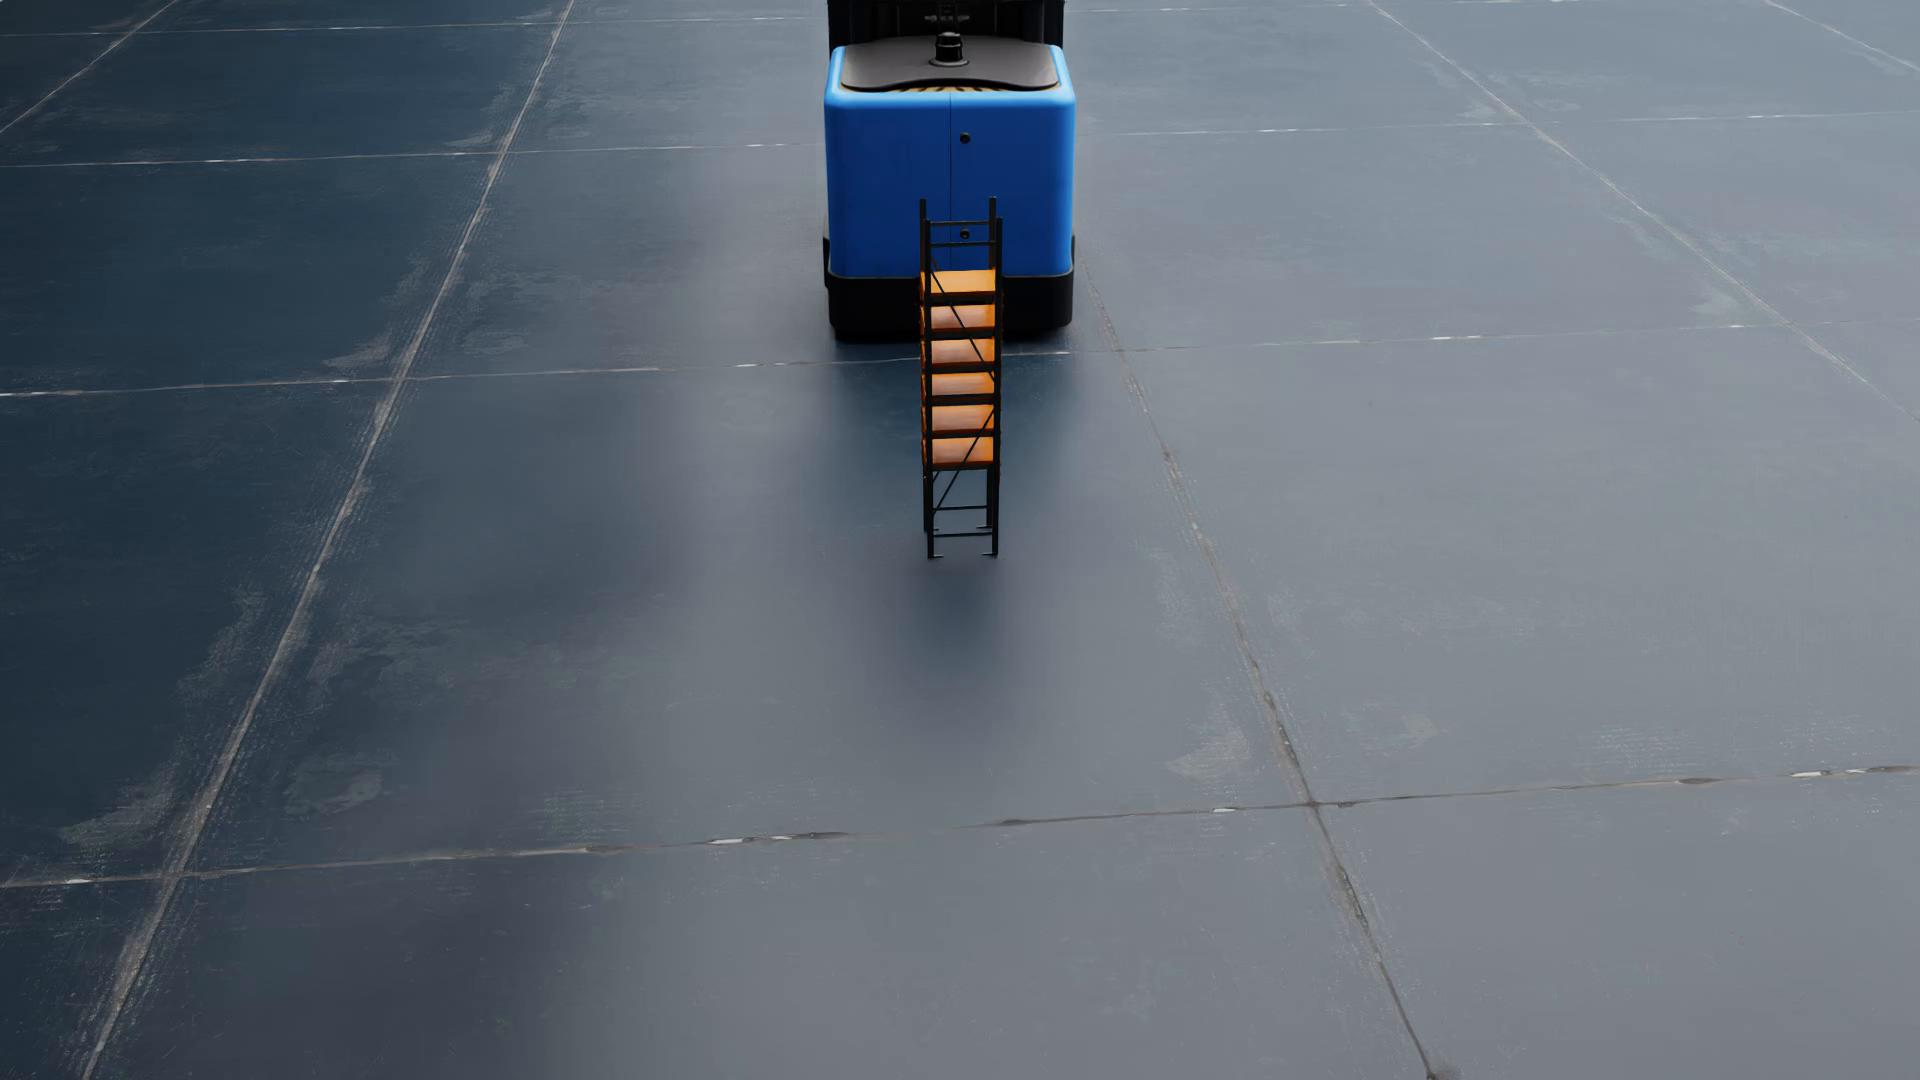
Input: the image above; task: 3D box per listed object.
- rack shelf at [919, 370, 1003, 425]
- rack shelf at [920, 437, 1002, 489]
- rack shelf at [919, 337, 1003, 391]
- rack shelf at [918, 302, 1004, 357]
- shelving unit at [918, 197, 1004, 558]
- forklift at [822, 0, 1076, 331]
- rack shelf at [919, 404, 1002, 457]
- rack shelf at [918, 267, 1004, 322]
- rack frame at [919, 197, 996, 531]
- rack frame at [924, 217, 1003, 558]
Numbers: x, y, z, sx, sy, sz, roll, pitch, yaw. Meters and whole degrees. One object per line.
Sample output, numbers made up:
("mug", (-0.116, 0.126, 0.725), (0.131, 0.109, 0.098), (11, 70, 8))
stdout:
("rack shelf", (0.001, -0.470, 5.453), (0.258, 0.103, 0.180), (-3, 31, -5))
("rack shelf", (0.001, -0.264, 5.576), (0.258, 0.103, 0.180), (-3, 31, -5))
("rack shelf", (0.001, -0.573, 5.391), (0.258, 0.103, 0.180), (-3, 31, -5))
("rack shelf", (0.001, -0.676, 5.330), (0.258, 0.103, 0.180), (-3, 31, -5))
("shelving unit", (0.001, -0.508, 5.430), (0.258, 1.200, 0.189), (-3, 31, -5))
("forklift", (-0.071, -2.872, 7.700), (1.130, 2.935, 3.031), (-1, 31, -1))
("rack shelf", (0.001, -0.367, 5.514), (0.258, 0.103, 0.180), (-3, 31, -5))
("rack shelf", (0.001, -0.779, 5.268), (0.258, 0.103, 0.180), (-3, 31, -5))
("rack frame", (-0.007, -0.554, 5.508), (0.240, 1.200, 0.006), (-3, 31, -5))
("rack frame", (0.010, -0.461, 5.352), (0.240, 1.200, 0.006), (-3, 31, -5))
